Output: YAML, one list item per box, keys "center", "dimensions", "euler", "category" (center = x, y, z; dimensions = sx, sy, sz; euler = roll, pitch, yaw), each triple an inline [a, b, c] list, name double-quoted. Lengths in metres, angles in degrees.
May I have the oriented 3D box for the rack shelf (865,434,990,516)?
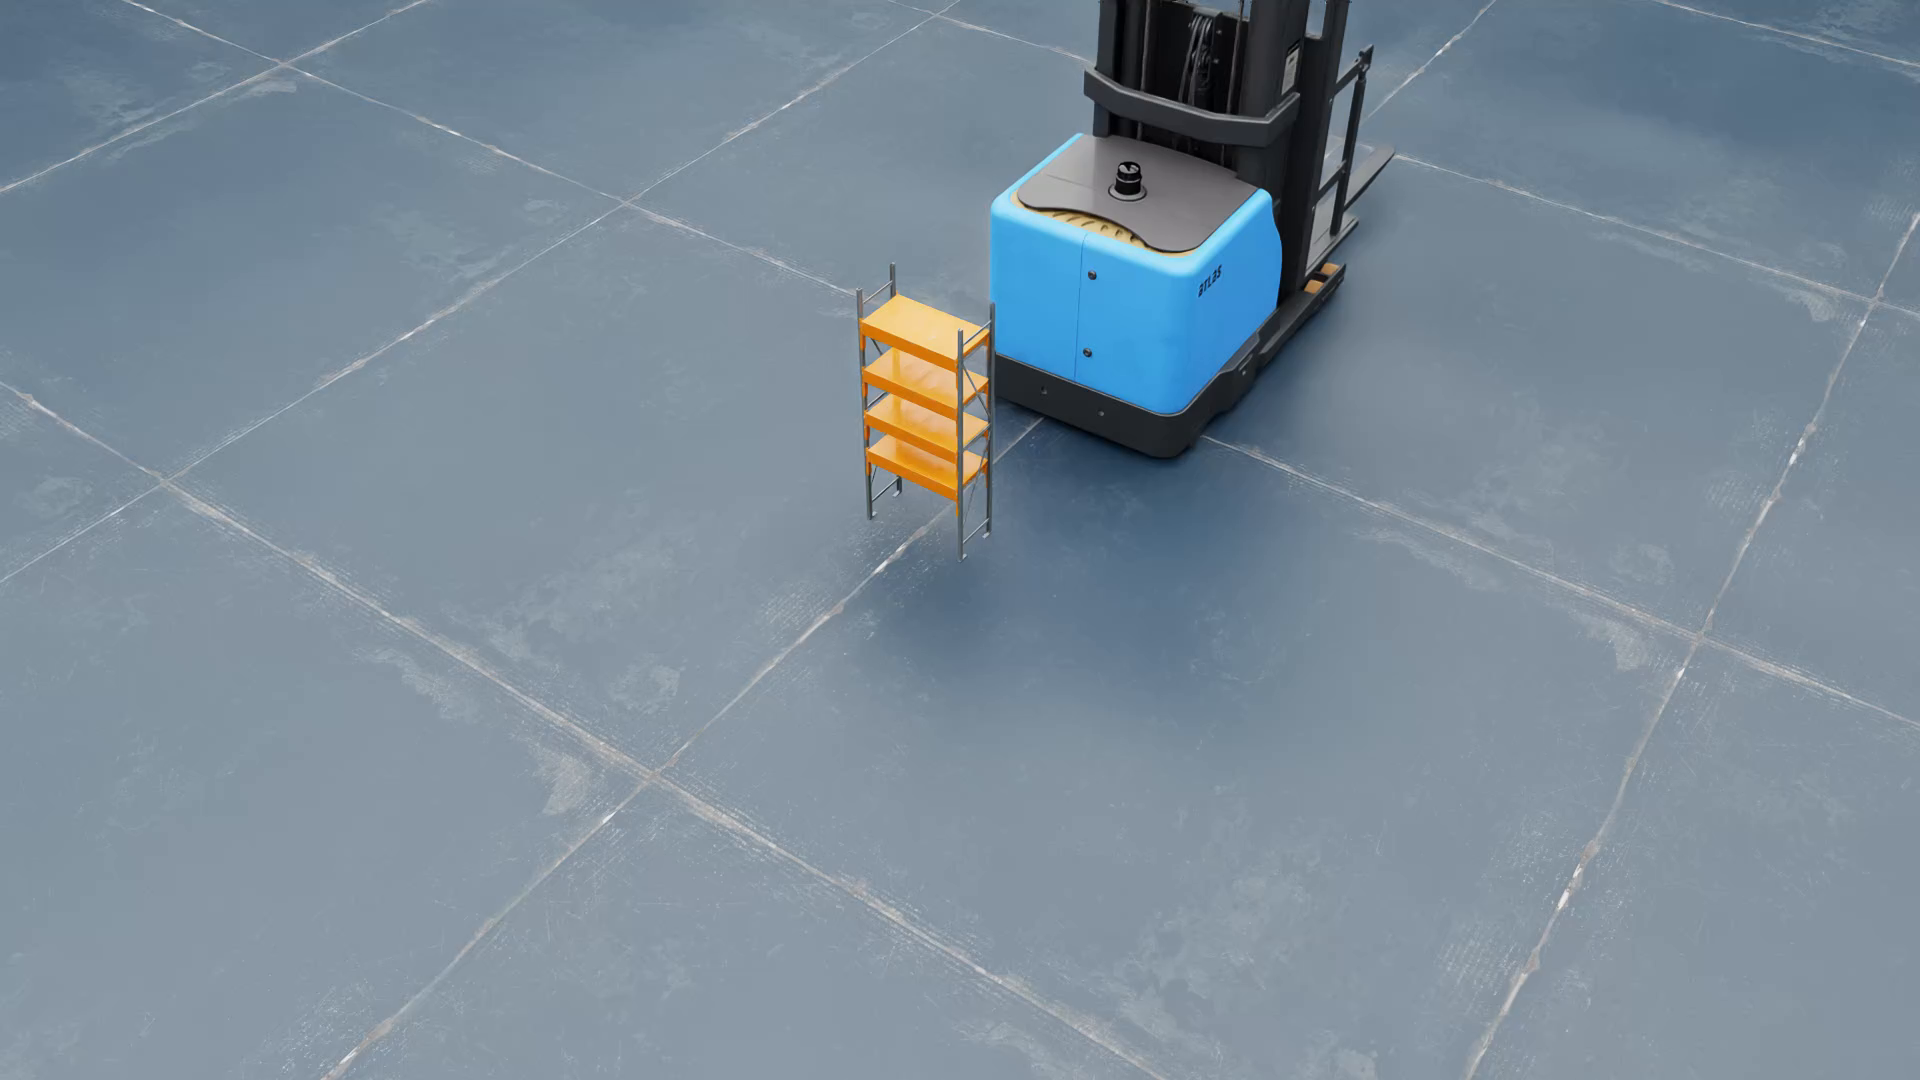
- center: [-0.136, -0.312, 7.098]
  dimensions: [0.480, 0.148, 0.258]
  euler: [25, 48, 25]
  category: "rack shelf"

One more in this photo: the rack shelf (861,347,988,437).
- center: [-0.136, -0.627, 6.816]
  dimensions: [0.480, 0.148, 0.258]
  euler: [25, 48, 25]
  category: "rack shelf"

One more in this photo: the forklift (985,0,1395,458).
- center: [1.349, -2.420, 7.757]
  dimensions: [1.130, 2.935, 3.031]
  euler: [24, 47, 24]
  category: "forklift"

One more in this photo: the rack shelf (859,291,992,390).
- center: [-0.136, -0.803, 6.659]
  dimensions: [0.480, 0.148, 0.258]
  euler: [25, 48, 25]
  category: "rack shelf"

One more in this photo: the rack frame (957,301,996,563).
- center: [0.064, -0.417, 6.816]
  dimensions: [0.015, 1.200, 0.240]
  euler: [25, 48, 25]
  category: "rack frame"

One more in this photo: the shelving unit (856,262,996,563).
- center: [-0.136, -0.511, 6.921]
  dimensions: [0.503, 1.200, 0.258]
  euler: [25, 48, 25]
  category: "shelving unit"

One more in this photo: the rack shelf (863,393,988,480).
- center: [-0.136, -0.460, 6.966]
  dimensions: [0.480, 0.148, 0.258]
  euler: [25, 48, 25]
  category: "rack shelf"

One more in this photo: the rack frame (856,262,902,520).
- center: [-0.335, -0.604, 7.025]
  dimensions: [0.015, 1.200, 0.240]
  euler: [25, 48, 25]
  category: "rack frame"
